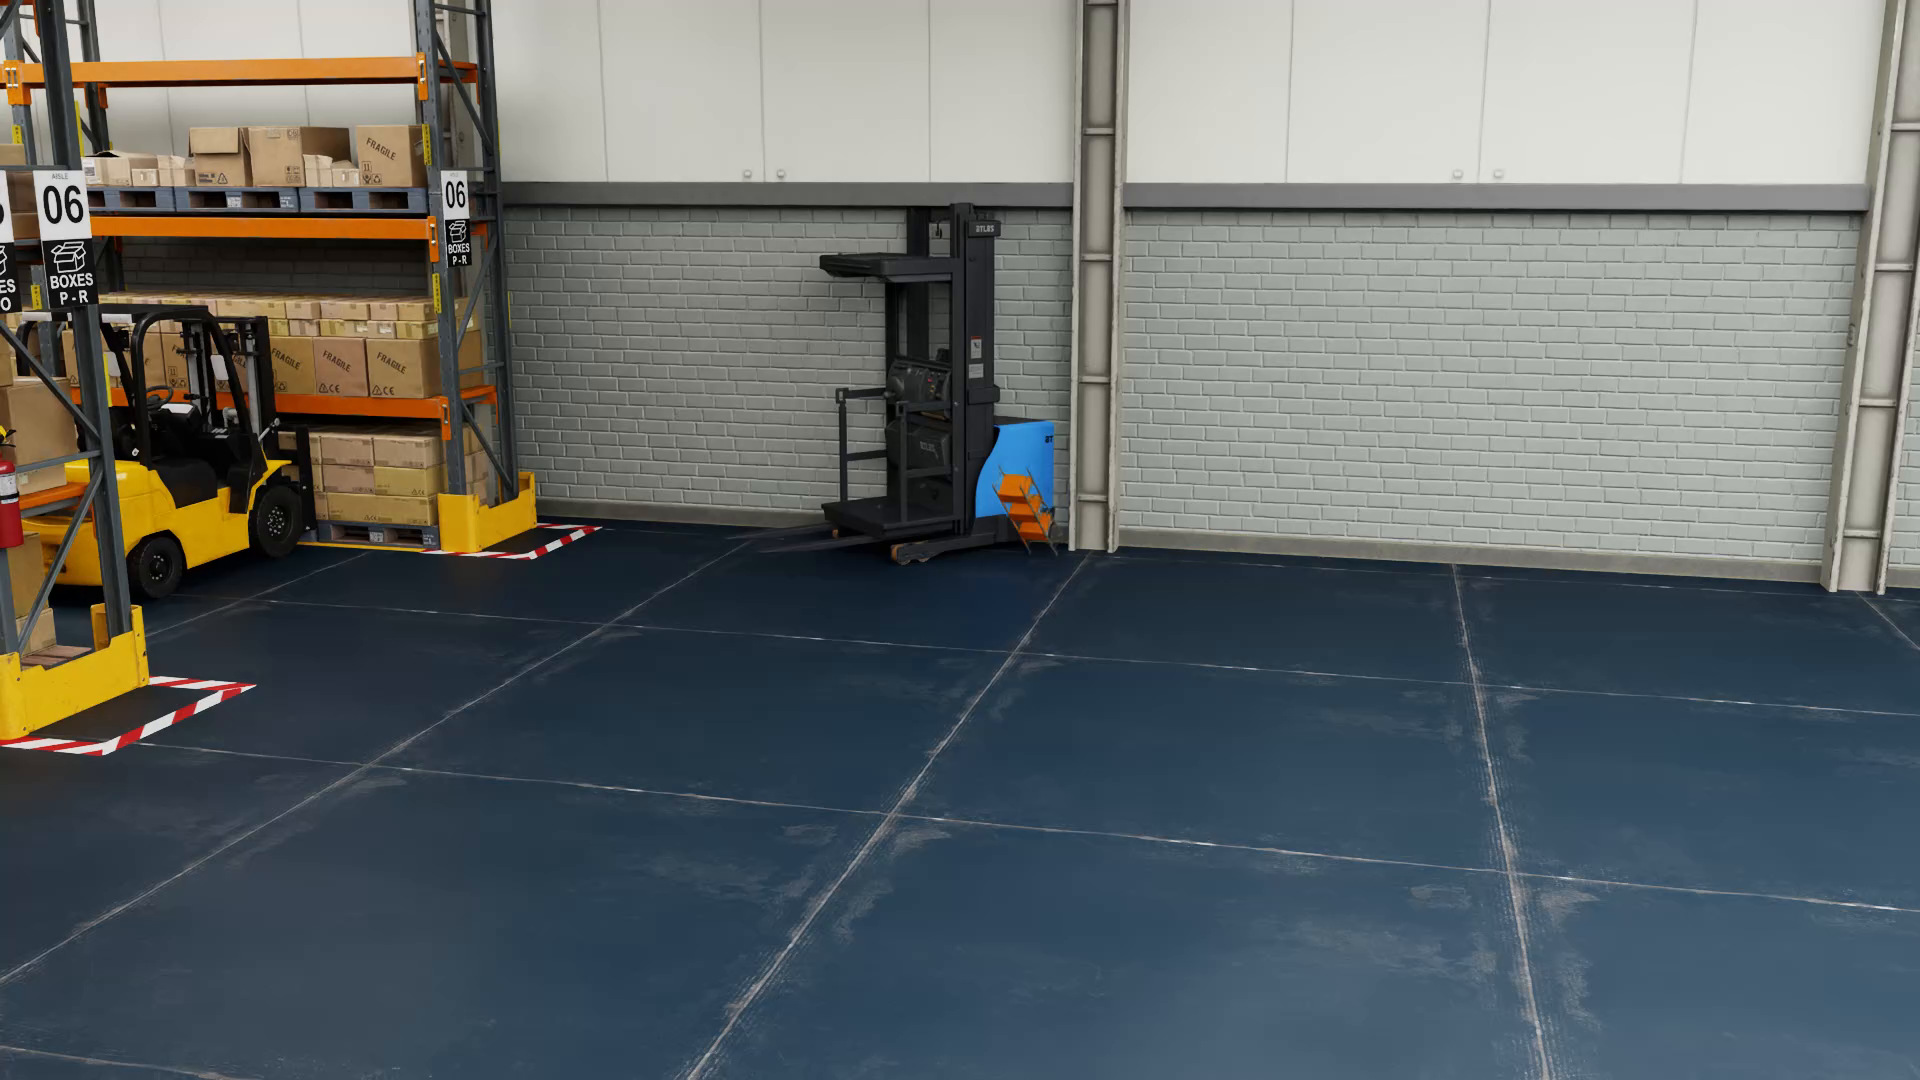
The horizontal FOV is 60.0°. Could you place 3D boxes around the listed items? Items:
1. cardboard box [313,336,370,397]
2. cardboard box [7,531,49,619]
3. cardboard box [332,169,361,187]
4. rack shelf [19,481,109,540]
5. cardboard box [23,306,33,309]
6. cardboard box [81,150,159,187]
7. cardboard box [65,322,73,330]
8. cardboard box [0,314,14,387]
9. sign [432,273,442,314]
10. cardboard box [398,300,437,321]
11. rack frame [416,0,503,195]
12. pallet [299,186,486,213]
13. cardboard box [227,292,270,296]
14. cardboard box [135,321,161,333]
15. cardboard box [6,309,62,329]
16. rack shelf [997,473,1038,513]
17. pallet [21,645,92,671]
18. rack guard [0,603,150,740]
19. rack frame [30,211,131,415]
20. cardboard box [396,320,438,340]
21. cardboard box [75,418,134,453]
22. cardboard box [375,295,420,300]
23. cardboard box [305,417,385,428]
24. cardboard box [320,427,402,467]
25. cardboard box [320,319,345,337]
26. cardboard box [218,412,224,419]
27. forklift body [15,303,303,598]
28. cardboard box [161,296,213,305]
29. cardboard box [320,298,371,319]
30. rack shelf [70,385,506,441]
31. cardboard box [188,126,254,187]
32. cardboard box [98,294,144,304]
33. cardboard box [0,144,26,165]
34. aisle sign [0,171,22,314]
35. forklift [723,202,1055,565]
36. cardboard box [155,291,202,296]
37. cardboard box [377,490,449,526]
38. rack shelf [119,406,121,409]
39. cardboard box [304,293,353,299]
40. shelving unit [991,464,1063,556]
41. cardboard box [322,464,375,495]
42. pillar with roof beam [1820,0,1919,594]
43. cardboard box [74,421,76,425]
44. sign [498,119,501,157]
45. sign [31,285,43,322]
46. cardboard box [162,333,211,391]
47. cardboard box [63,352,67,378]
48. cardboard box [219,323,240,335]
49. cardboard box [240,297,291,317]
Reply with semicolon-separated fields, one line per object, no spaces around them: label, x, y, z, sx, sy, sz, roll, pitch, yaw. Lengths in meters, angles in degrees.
cardboard box;-5.247;-1.531;14.480;0.500;0.500;0.500;3;13;15
cardboard box;-6.131;0.231;10.416;0.500;0.500;0.500;3;13;12
cardboard box;-5.082;-3.058;14.046;0.250;0.149;0.380;3;13;12
rack shelf;-7.333;-0.192;10.335;4.000;0.370;1.077;3;13;14
cardboard box;-8.626;-2.145;15.747;0.250;0.149;0.380;3;13;12
cardboard box;-7.339;-3.271;14.633;0.500;0.311;0.500;3;13;15
cardboard box;-7.842;-1.985;15.025;0.250;0.149;0.380;3;13;13
cardboard box;-5.939;-1.102;9.550;0.500;0.500;0.700;3;13;12
sign;-4.349;-2.051;13.832;0.005;0.325;0.100;3;13;14
cardboard box;-4.603;-1.968;14.265;0.250;0.149;0.380;3;13;14
rack frame;-4.205;-4.412;13.845;0.127;3.000;1.000;3;13;14
pallet;-4.885;-2.947;14.369;1.213;0.211;1.003;3;13;14
cardboard box;-6.471;-2.175;15.198;0.250;0.149;0.380;3;13;13
cardboard box;-7.109;-1.935;14.804;0.250;0.149;0.380;3;13;15
cardboard box;-8.474;-2.028;15.219;0.250;0.149;0.380;4;13;15
rack shelf;0.476;-0.384;13.530;0.240;0.215;0.259;5;-30;25
pallet;-6.245;0.868;10.332;1.213;0.211;1.003;3;13;14
rack guard;-5.465;0.777;10.077;0.348;0.500;1.175;3;13;14
rack frame;-8.089;-1.691;15.430;0.127;3.000;1.000;3;13;14
cardboard box;-4.609;-1.808;14.229;0.250;0.149;0.380;3;13;14
cardboard box;-7.694;-0.951;15.164;0.500;0.250;0.500;3;13;13
cardboard box;-4.986;-2.088;14.804;0.250;0.149;0.380;3;13;15
cardboard box;-5.595;-0.952;15.171;0.500;0.250;0.500;3;13;13
cardboard box;-5.224;-0.818;14.565;0.500;0.250;0.500;3;13;15
cardboard box;-5.339;-1.857;14.448;0.250;0.149;0.380;3;13;13
cardboard box;-7.069;-1.034;15.538;0.500;0.250;0.500;3;13;13
forklift body;-6.483;-0.784;13.301;1.214;2.155;2.313;3;13;14
cardboard box;-6.841;-2.074;14.742;0.250;0.149;0.380;3;13;13
cardboard box;-5.335;-2.011;14.458;0.250;0.149;0.380;3;13;14
rack shelf;-6.147;-1.236;15.040;4.000;0.370;1.077;3;13;14
cardboard box;-6.223;-3.336;14.482;0.637;0.503;0.797;3;13;15
cardboard box;-7.570;-2.132;15.002;0.250;0.149;0.380;3;13;14
cardboard box;-5.687;-2.232;9.681;0.250;0.149;0.380;3;13;13
aisle sign;-5.400;-1.644;9.218;0.004;0.787;0.394;3;13;14
forklift;-0.524;-1.356;14.078;3.031;2.935;1.130;-8;15;-33
cardboard box;-7.212;-2.216;15.381;0.250;0.149;0.380;3;13;13
cardboard box;-4.737;-0.304;14.557;0.500;0.250;0.500;3;13;14
rack shelf;-10.030;-1.444;15.976;4.000;0.370;1.077;3;13;14
cardboard box;-5.716;-2.147;15.069;0.250;0.149;0.380;3;13;12
shelving unit;0.565;-0.240;13.744;0.252;0.215;1.050;5;-30;25
cardboard box;-5.237;-0.578;14.638;0.500;0.250;0.500;3;13;13
pillar with roof beam;5.954;-3.110;7.975;0.400;9.000;9.100;3;13;14
cardboard box;-8.598;-0.761;15.753;0.625;0.625;0.875;4;13;16
sign;-4.066;-3.530;14.591;0.005;0.325;0.100;3;13;14
sign;-8.209;-2.103;14.797;0.005;0.325;0.100;3;13;14
cardboard box;-6.719;-1.612;14.845;0.500;0.500;0.500;3;13;13
cardboard box;-8.506;-1.701;15.821;0.500;0.250;0.500;3;13;15
cardboard box;-6.346;-1.900;14.645;0.250;0.149;0.380;3;13;12
cardboard box;-6.094;-2.047;14.618;0.250;0.149;0.380;3;13;14
